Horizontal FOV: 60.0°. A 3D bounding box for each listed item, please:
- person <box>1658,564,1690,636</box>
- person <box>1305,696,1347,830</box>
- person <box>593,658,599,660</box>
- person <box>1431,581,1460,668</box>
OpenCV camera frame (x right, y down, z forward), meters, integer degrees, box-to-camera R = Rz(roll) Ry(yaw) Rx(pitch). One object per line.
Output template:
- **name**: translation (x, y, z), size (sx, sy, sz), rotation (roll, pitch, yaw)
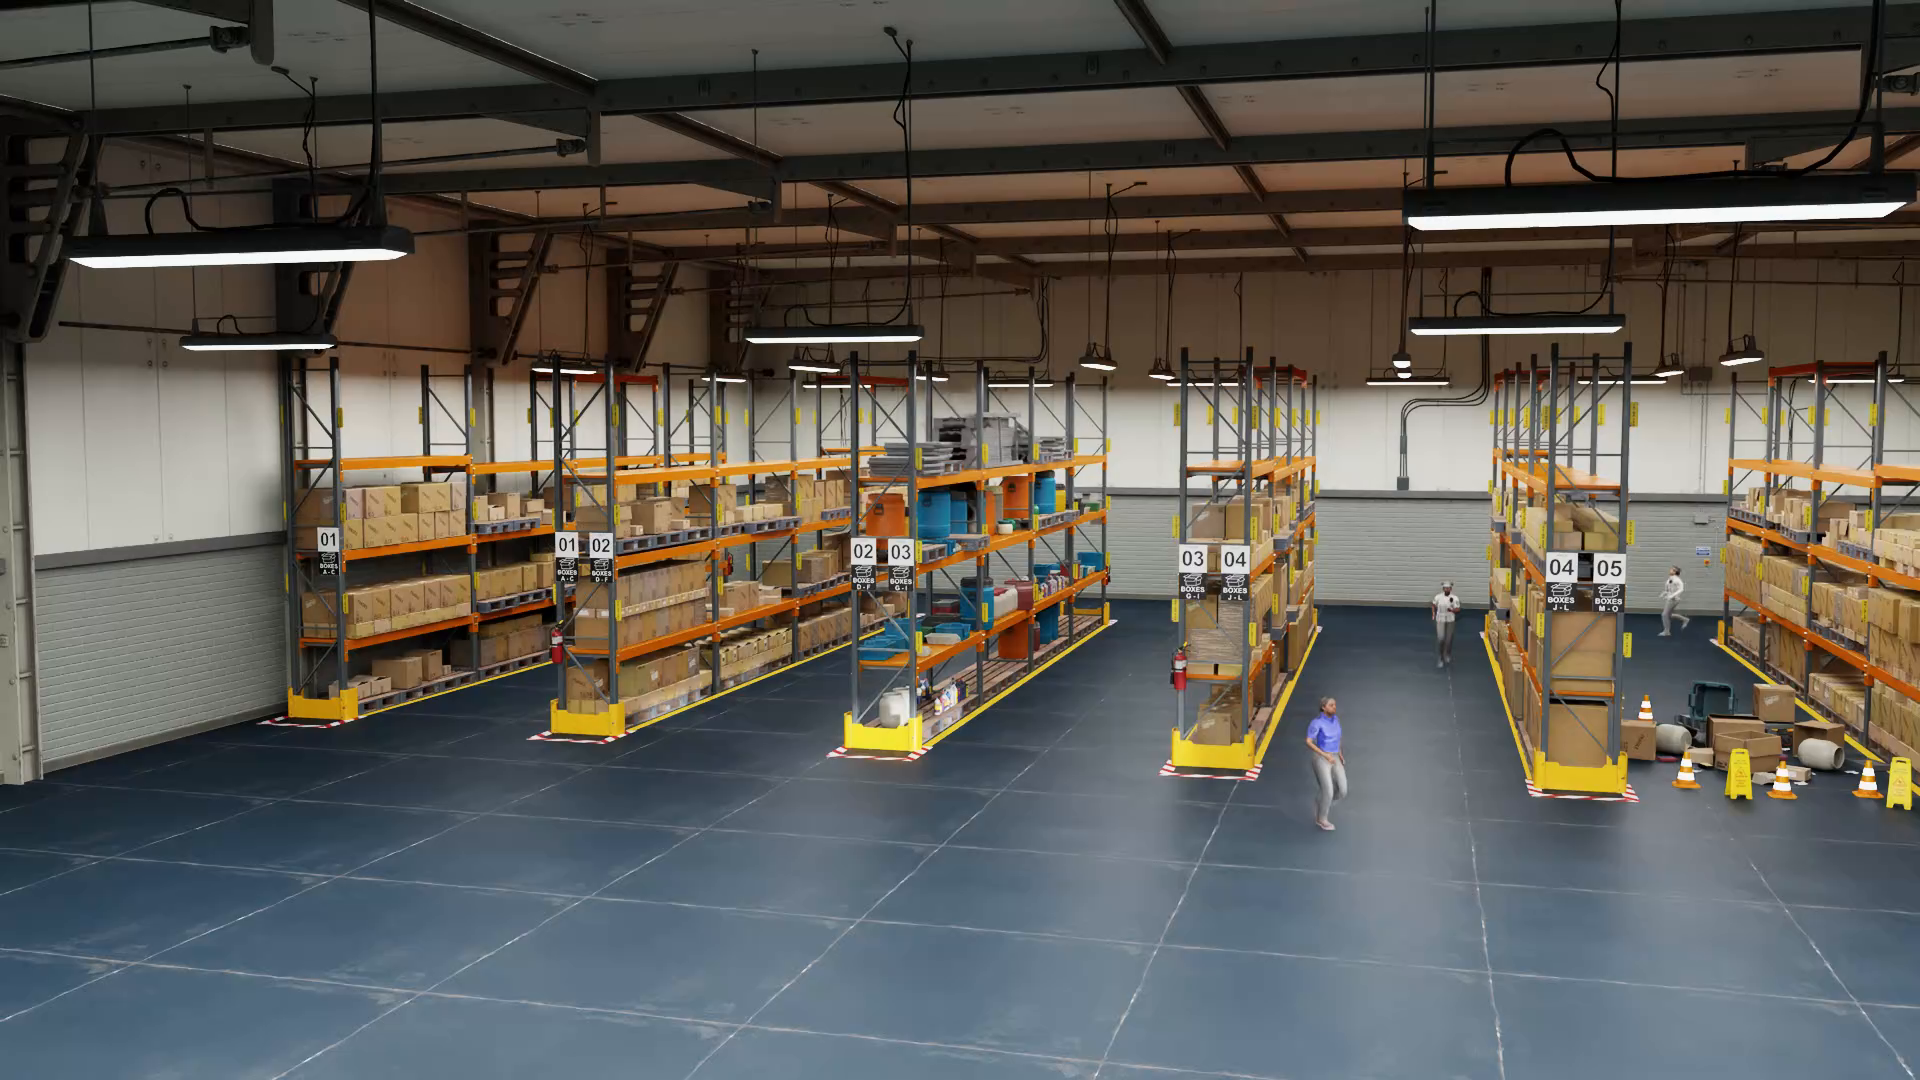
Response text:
- **person**: translation (16.403, 1.390, 38.198), size (0.634, 1.667, 0.619), rotation (1, 4, 11)
- **person**: translation (4.464, 2.708, 20.295), size (0.595, 1.624, 0.554), rotation (-3, 5, -33)
- **person**: translation (-6.778, 1.831, 31.367), size (0.700, 1.739, 0.569), rotation (0, 4, 6)
- **person**: translation (9.820, 1.694, 33.622), size (0.549, 1.758, 0.761), rotation (1, 4, 13)
